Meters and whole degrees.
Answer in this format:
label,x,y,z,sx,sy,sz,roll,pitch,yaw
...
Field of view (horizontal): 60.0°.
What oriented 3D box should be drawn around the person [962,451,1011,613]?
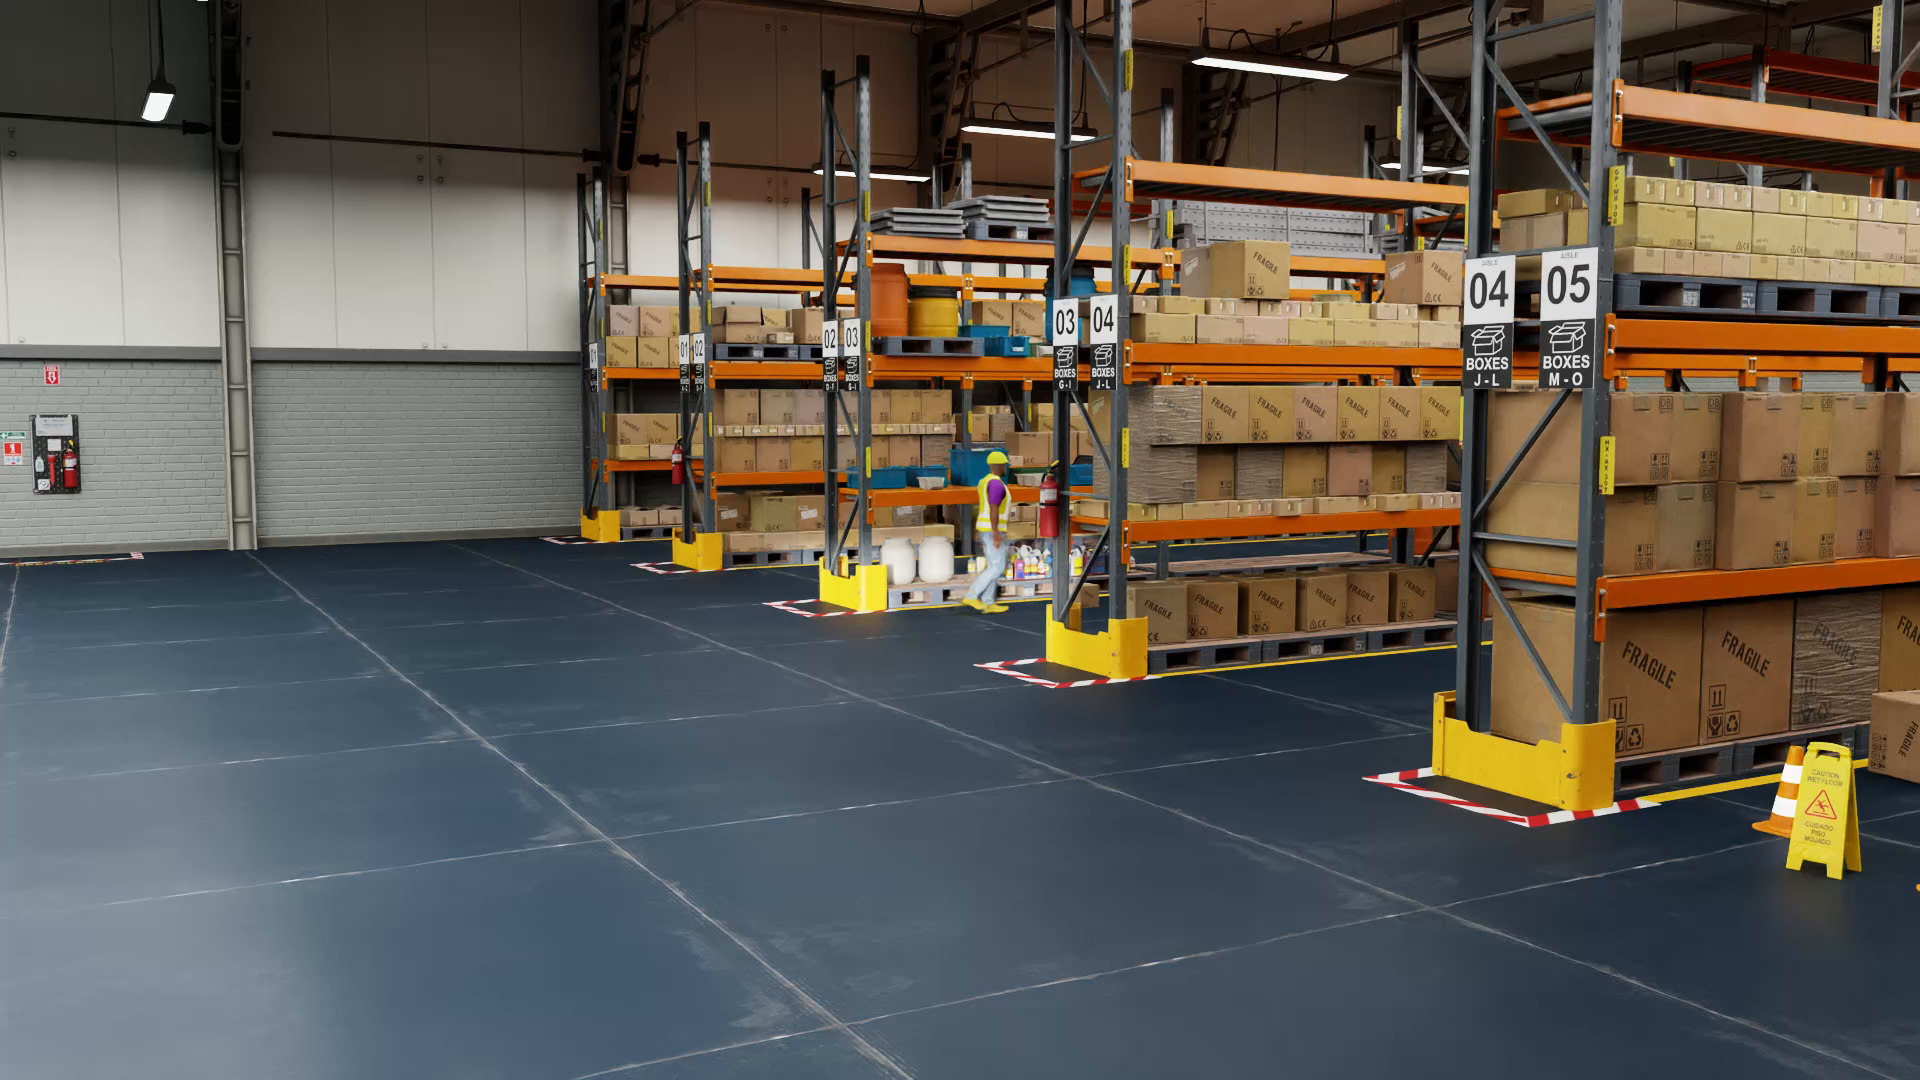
label,x,y,z,sx,sy,sz,roll,pitch,yaw
person,0.290,-0.082,18.067,0.581,1.756,0.610,-1,5,-12
